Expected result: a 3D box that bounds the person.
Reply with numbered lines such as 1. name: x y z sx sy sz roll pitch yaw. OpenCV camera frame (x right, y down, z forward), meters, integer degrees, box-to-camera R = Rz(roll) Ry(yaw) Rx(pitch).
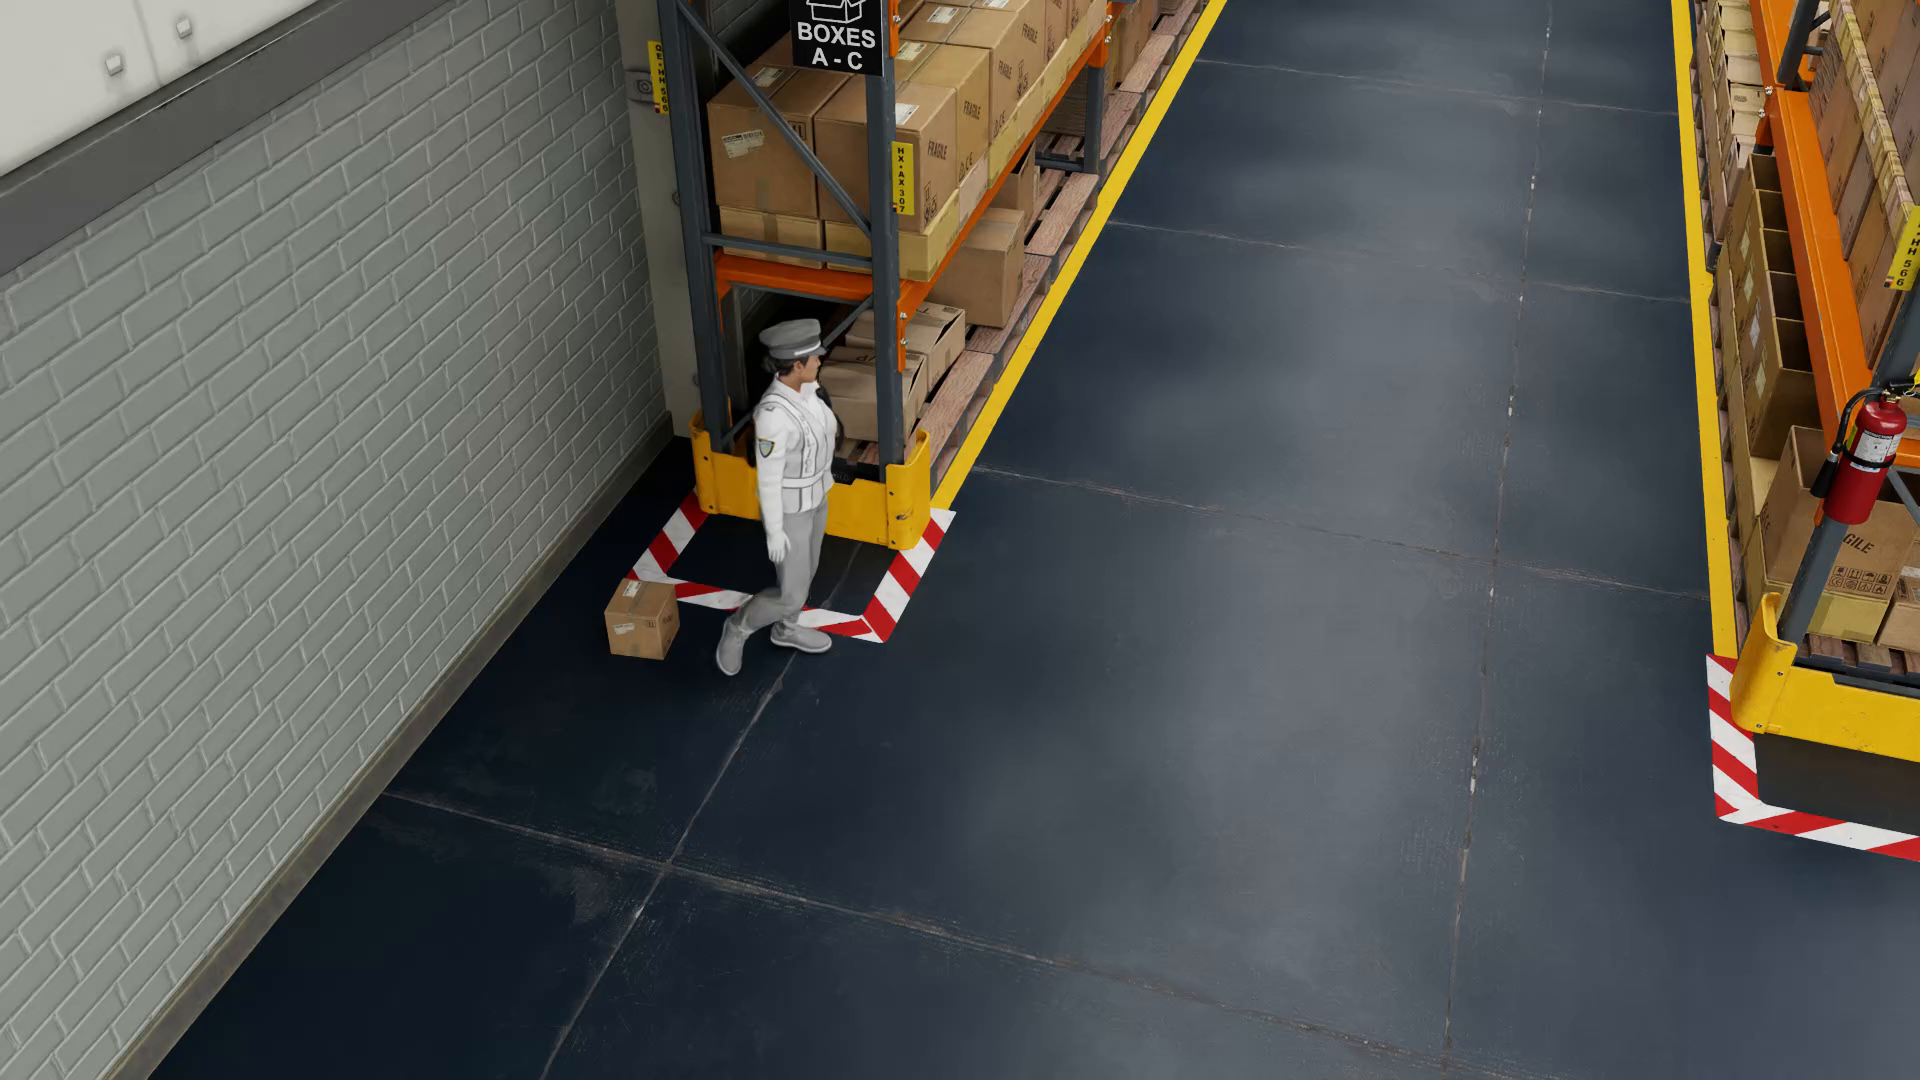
1. person: -0.786 -0.142 7.060 0.488 1.662 0.652 12 39 15
